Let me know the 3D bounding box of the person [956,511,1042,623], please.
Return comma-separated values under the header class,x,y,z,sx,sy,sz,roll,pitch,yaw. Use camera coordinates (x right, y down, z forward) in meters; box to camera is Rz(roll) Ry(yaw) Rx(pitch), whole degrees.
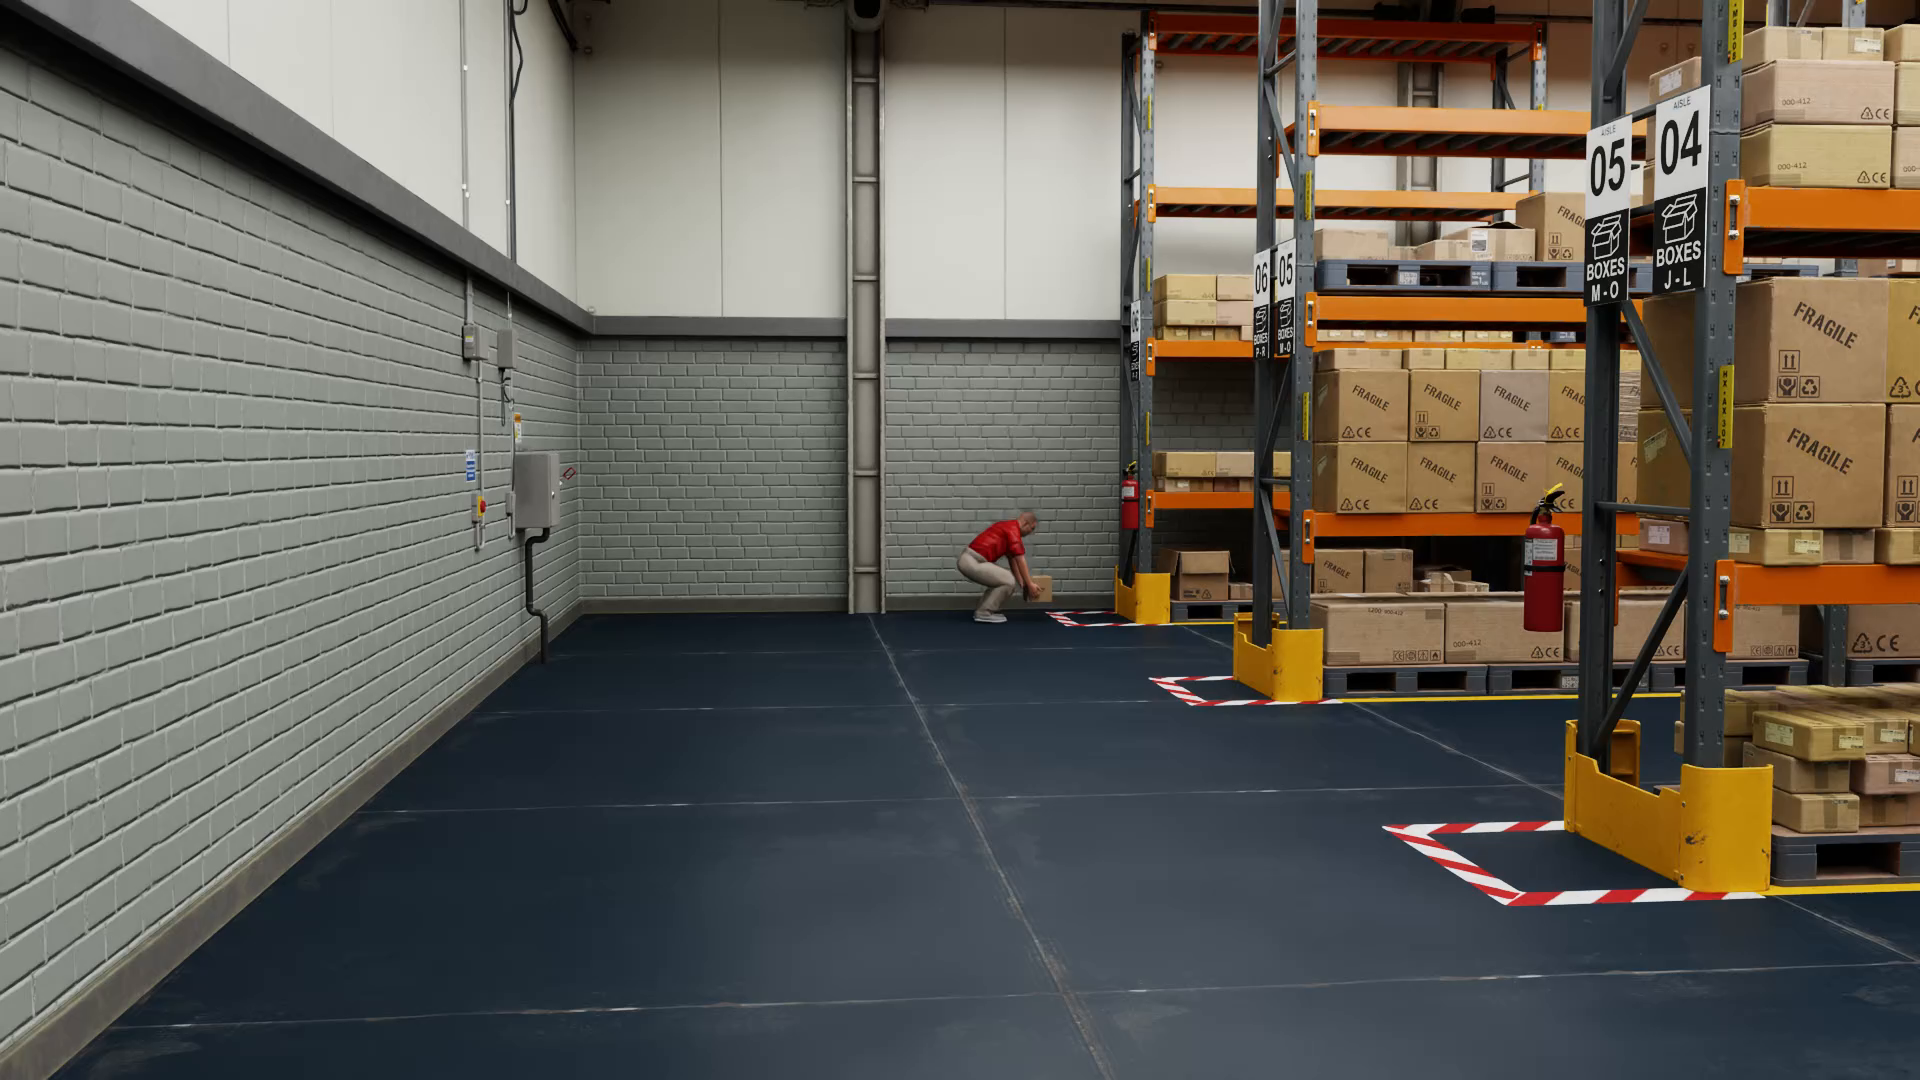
class,x,y,z,sx,sy,sz,roll,pitch,yaw
person,0.378,0.267,16.731,0.835,1.106,0.576,0,3,-7
